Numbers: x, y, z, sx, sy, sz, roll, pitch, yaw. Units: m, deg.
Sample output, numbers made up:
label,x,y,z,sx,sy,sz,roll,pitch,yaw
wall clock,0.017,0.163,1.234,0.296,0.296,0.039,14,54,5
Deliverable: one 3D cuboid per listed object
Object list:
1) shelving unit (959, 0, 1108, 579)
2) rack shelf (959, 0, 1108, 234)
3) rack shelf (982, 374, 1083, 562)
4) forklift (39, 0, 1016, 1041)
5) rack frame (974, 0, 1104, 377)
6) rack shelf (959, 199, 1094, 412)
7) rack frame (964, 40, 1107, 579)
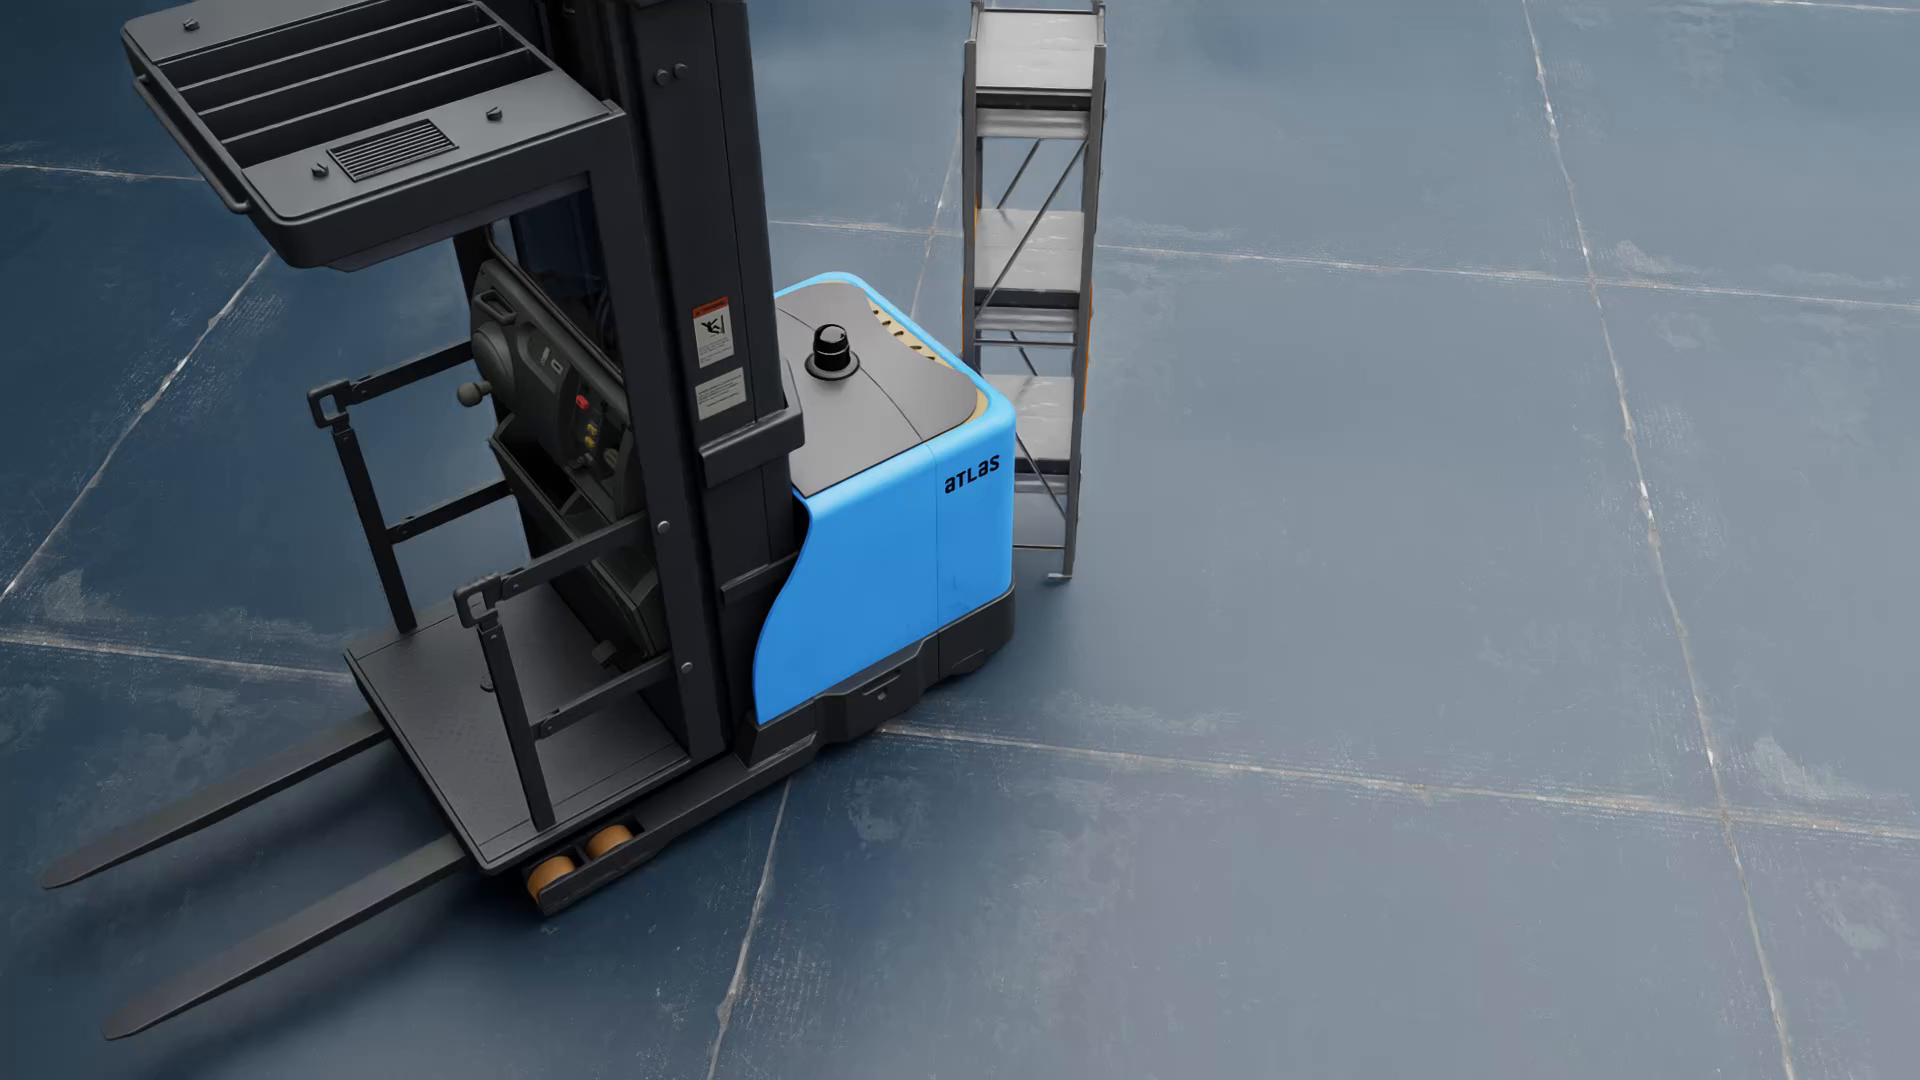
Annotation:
label,x,y,z,sx,sy,sz,roll,pitch,yaw
shelving unit,0.226,-0.799,5.567,0.431,2.100,0.503,2,43,2
rack shelf,0.226,-1.298,5.095,0.431,0.518,0.480,2,43,2
rack shelf,0.226,-0.281,6.057,0.431,0.518,0.480,2,43,2
forklift,-1.295,-0.355,4.493,3.031,2.935,1.130,-27,50,-26
rack frame,0.241,-0.967,5.744,0.400,2.100,0.015,2,43,2
rack shelf,0.226,-0.789,5.576,0.431,0.518,0.480,2,43,2
rack frame,0.212,-0.632,5.390,0.400,2.100,0.015,2,43,2
